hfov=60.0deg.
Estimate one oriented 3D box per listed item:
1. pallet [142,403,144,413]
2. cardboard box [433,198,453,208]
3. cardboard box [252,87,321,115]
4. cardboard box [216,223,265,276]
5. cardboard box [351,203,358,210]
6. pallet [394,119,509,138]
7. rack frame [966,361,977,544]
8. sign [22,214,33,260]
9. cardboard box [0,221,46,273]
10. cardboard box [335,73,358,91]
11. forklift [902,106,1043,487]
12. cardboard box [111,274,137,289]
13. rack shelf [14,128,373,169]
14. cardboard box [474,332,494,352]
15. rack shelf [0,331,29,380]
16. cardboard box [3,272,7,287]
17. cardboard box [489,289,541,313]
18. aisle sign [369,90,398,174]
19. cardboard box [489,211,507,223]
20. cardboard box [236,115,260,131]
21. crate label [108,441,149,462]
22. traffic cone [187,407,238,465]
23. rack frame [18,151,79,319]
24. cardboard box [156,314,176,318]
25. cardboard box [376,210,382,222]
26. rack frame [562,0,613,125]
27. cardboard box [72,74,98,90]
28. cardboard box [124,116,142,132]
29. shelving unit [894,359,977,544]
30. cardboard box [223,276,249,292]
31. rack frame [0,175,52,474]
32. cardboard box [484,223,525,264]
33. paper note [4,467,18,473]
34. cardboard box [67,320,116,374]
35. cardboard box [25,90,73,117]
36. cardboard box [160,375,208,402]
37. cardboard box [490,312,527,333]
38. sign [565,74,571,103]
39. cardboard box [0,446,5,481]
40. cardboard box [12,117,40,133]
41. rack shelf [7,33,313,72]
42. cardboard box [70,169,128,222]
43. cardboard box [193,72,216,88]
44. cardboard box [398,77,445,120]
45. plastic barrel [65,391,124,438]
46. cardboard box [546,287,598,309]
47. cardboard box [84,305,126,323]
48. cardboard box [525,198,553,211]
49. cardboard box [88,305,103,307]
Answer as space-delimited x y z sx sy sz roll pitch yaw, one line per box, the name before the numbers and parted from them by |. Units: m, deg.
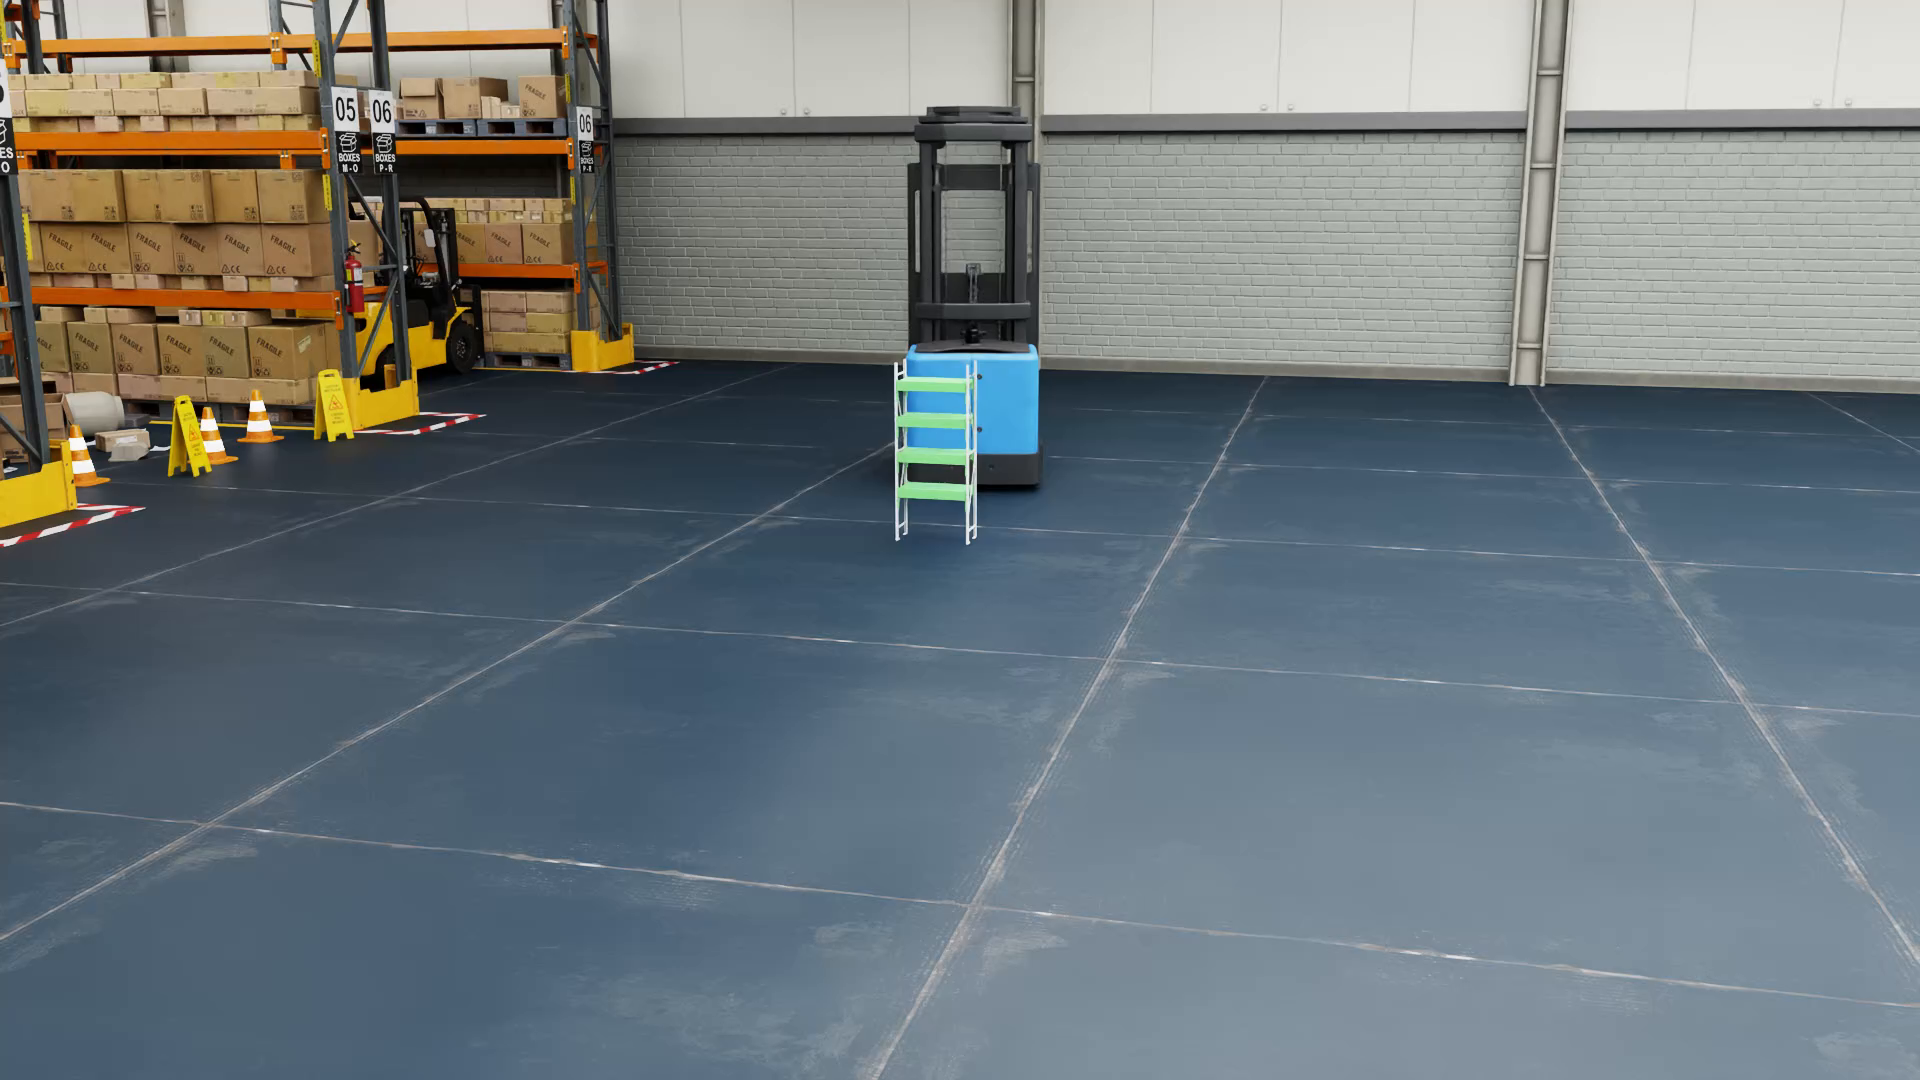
pallet | -8.979 -1.460 17.327 1.213 0.211 1.003 3 13 14
cardboard box | -6.459 -4.249 21.043 0.250 0.149 0.380 3 13 14
cardboard box | -6.317 -4.148 15.737 0.500 0.250 0.500 3 13 13
cardboard box | -6.834 -2.832 16.158 0.500 0.500 0.500 3 13 14
cardboard box | -7.690 -4.319 21.359 0.250 0.149 0.380 3 13 12
pallet | -6.439 -5.211 21.077 1.213 0.211 1.003 3 13 14
rack frame | 0.076 -0.582 11.085 0.015 1.200 0.240 3 13 14
sign | -6.705 -2.173 11.920 0.005 0.325 0.100 3 13 14
cardboard box | -9.279 -2.961 16.739 0.500 0.500 0.500 3 13 13
cardboard box | -6.052 -4.434 16.106 0.250 0.149 0.380 3 13 13
forklift | 0.117 -2.116 14.003 1.130 2.935 3.031 0 13 1
cardboard box | -8.171 -2.574 16.490 0.250 0.149 0.380 3 13 14
rack shelf | -7.697 -3.858 16.434 4.000 0.370 1.077 3 13 14
cardboard box | -6.066 -2.562 21.233 0.500 0.250 0.500 3 13 14
rack shelf | -8.785 -1.348 12.044 4.000 0.370 1.077 3 13 14
cardboard box | -9.410 -2.642 16.798 0.250 0.149 0.380 3 13 13
cardboard box | -5.589 -3.020 20.989 0.500 0.250 0.500 3 13 15
aisle sign | -5.621 -3.972 16.211 0.004 0.787 0.394 3 13 14
cardboard box | -5.704 -4.058 20.872 0.250 0.149 0.380 3 13 13
cardboard box | -6.669 -3.970 15.856 0.250 0.149 0.380 3 13 15
crate label | -7.196 -0.771 14.395 0.298 0.136 0.250 -4 13 -16
traffic cone | -6.418 -0.903 14.234 0.334 0.463 0.336 3 13 14
rack frame | -12.337 -4.100 22.790 0.127 3.000 1.000 3 13 14
cardboard box | -8.506 -2.077 17.319 0.500 0.500 0.500 3 13 15
cardboard box | -7.220 -4.123 21.165 0.250 0.149 0.380 3 13 13
rack frame | -4.570 -6.614 20.269 0.127 3.000 1.000 3 13 14
cardboard box | -8.396 -4.450 16.181 0.250 0.149 0.380 3 13 12
cardboard box | -7.896 -4.042 16.184 0.250 0.149 0.380 3 13 14
shelving unit | -0.161 -0.594 11.143 0.503 1.200 0.258 3 13 14
cardboard box | -6.944 -2.508 16.191 0.250 0.149 0.380 3 13 15
rack frame | -6.844 -1.595 11.498 0.127 3.000 1.000 3 13 14
cardboard box | -5.612 -3.733 20.904 0.500 0.500 0.500 3 13 15
paper note | -7.919 -0.581 13.786 0.142 0.017 0.144 8 15 33
cardboard box | -8.609 -1.965 16.812 0.500 0.500 0.500 4 13 16
cardboard box | -8.775 -4.280 16.334 0.500 0.250 0.500 3 13 13
cardboard box | -7.615 -1.544 16.646 0.500 0.250 0.500 3 13 12
cardboard box | -5.602 -2.780 21.062 0.500 0.250 0.500 3 13 13
sign | -4.714 -5.430 19.996 0.005 0.325 0.100 3 13 14
cardboard box | -7.518 -0.784 11.779 0.875 0.875 0.875 3 13 14
cardboard box | -9.155 -4.097 16.429 0.250 0.149 0.380 3 13 14
rack shelf | -10.395 -6.379 21.794 4.000 0.370 1.077 3 13 14
cardboard box | -8.292 -3.400 16.406 0.500 0.500 0.700 3 13 12
cardboard box | -7.118 -4.397 15.940 0.250 0.149 0.380 3 13 14
cardboard box | -6.588 -5.538 20.906 0.637 0.503 0.797 3 13 15
plastic barrel | -8.124 -1.172 15.541 0.512 0.421 0.421 -9 15 -35
cardboard box | -4.991 -3.101 21.355 0.500 0.250 0.500 3 13 13
cardboard box | -8.525 -2.261 16.651 0.250 0.149 0.380 4 13 16
cardboard box | -5.215 -4.177 20.718 0.250 0.149 0.380 3 13 14
cardboard box | -11.735 -3.111 22.843 0.625 0.625 0.875 3 13 15
